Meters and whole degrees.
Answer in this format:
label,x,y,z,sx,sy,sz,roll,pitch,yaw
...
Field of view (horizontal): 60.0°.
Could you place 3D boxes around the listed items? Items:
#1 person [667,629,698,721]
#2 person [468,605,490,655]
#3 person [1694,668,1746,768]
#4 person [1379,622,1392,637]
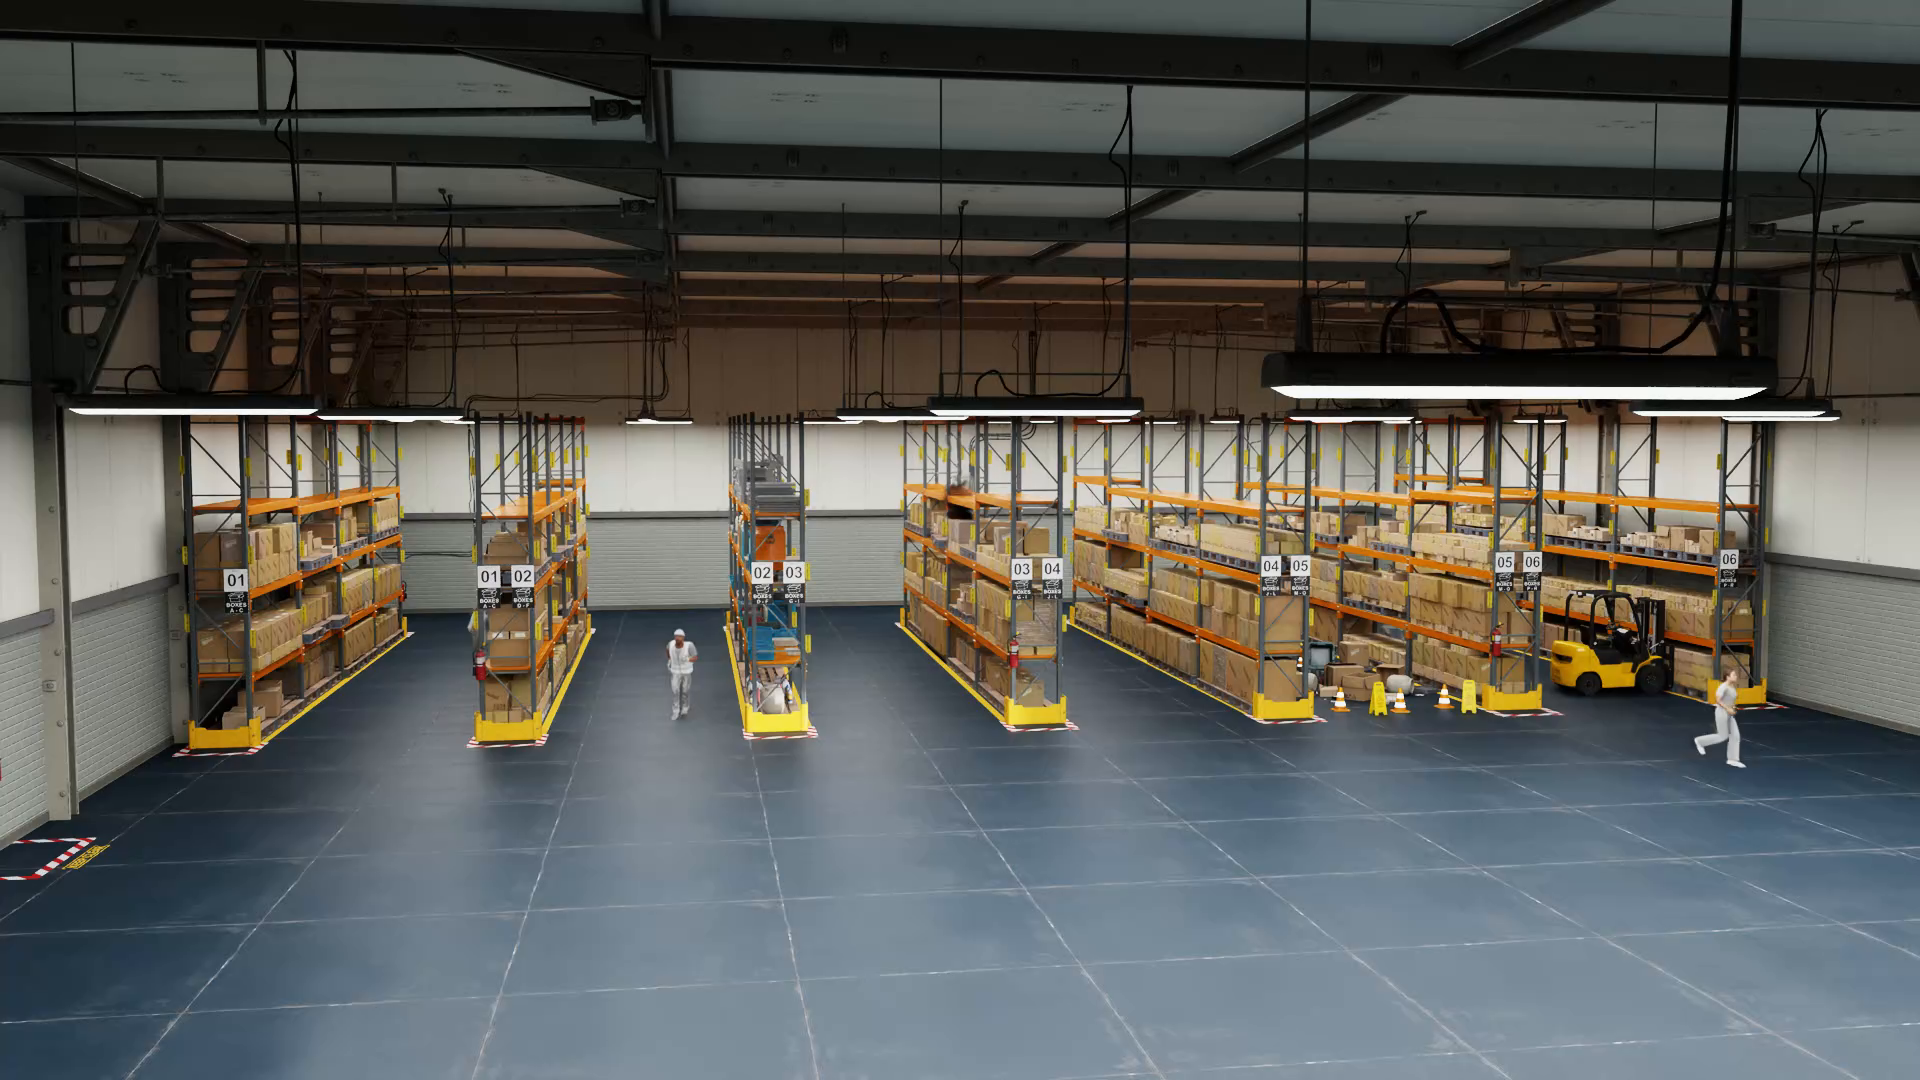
label,x,y,z,sx,sy,sz,roll,pitch,yaw
person,-5.445,2.635,32.555,0.644,1.816,0.864,0,4,-1
person,-11.209,2.293,38.868,0.546,1.587,0.813,-1,4,-12
person,12.947,2.989,28.244,0.867,1.657,0.589,4,5,43
person,11.287,1.887,43.747,0.686,1.722,0.589,0,4,-6
